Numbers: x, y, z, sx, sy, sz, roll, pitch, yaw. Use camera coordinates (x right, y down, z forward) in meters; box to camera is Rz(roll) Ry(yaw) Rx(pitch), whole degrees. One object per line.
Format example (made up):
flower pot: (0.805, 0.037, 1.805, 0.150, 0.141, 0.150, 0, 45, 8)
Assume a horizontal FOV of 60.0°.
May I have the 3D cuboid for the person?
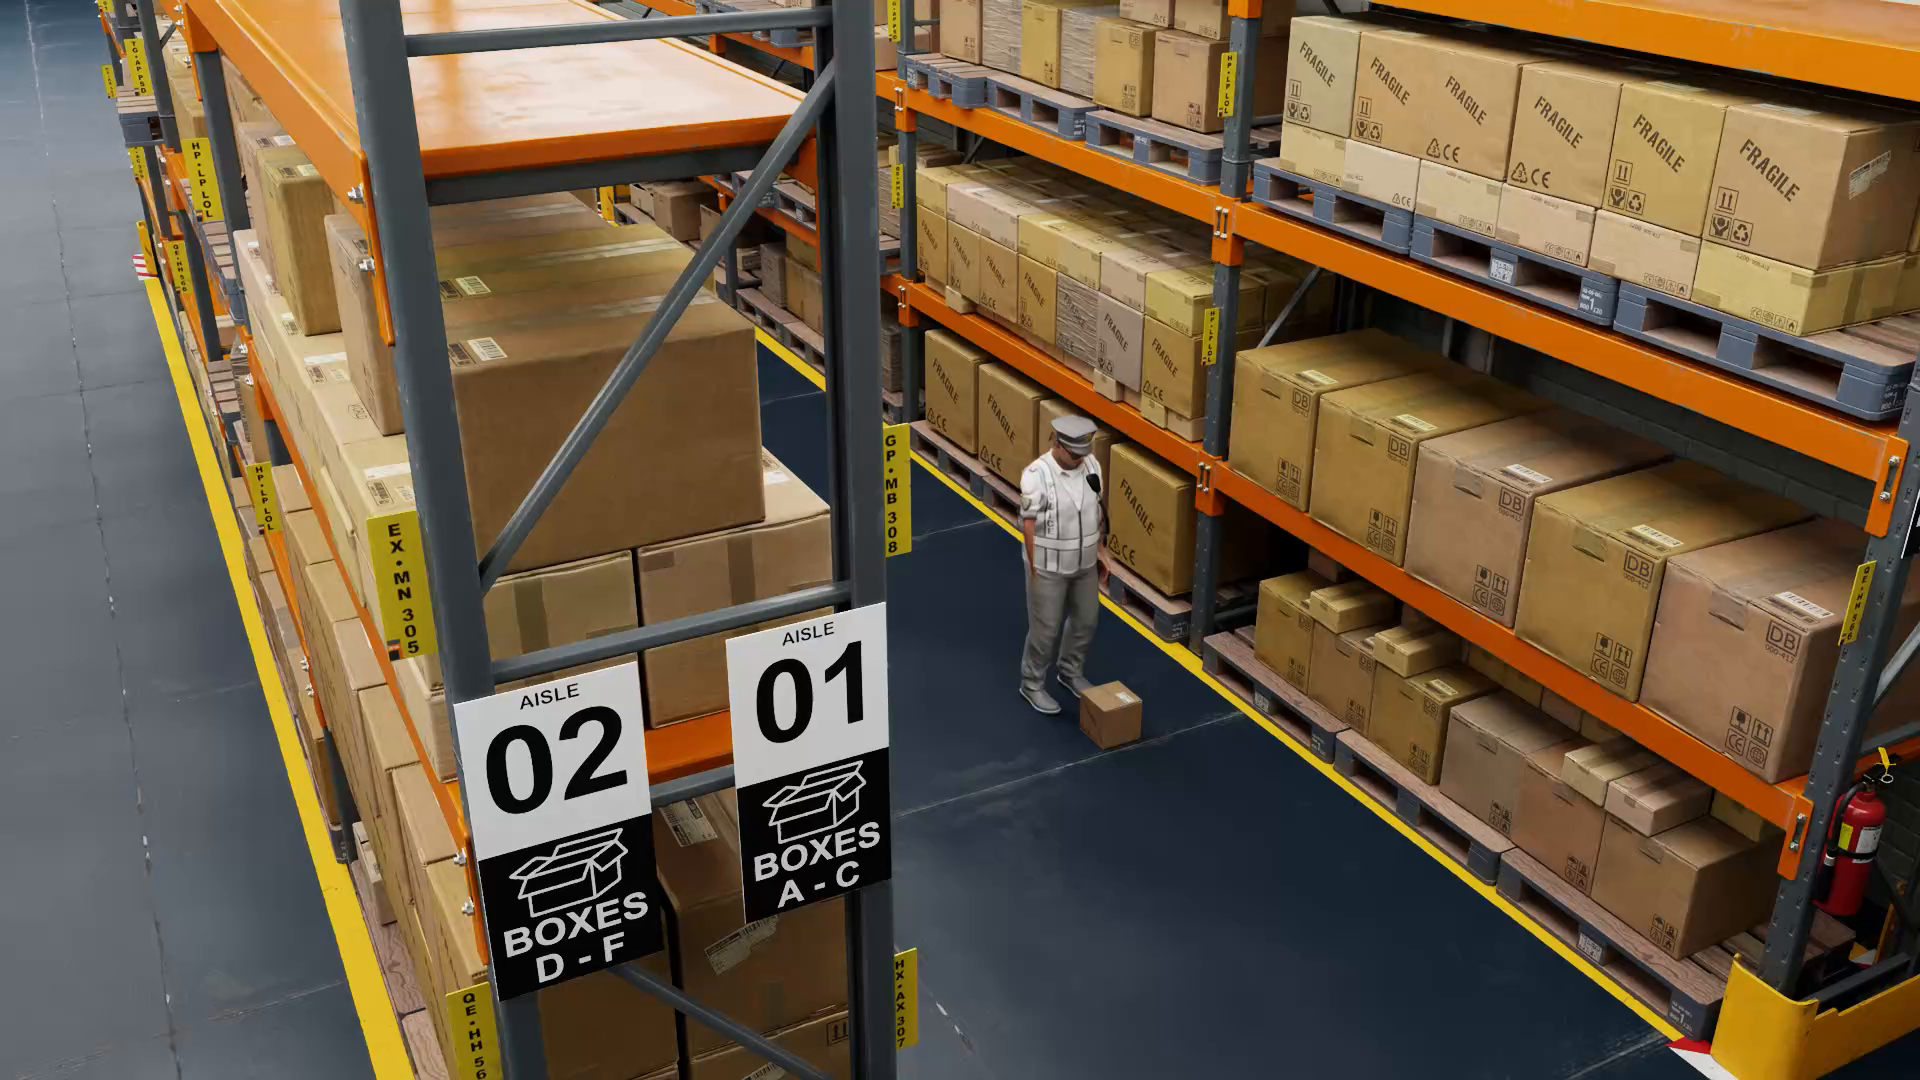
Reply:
person: (0.588, 0.121, 9.374, 0.534, 1.736, 0.389, -15, 29, -29)
